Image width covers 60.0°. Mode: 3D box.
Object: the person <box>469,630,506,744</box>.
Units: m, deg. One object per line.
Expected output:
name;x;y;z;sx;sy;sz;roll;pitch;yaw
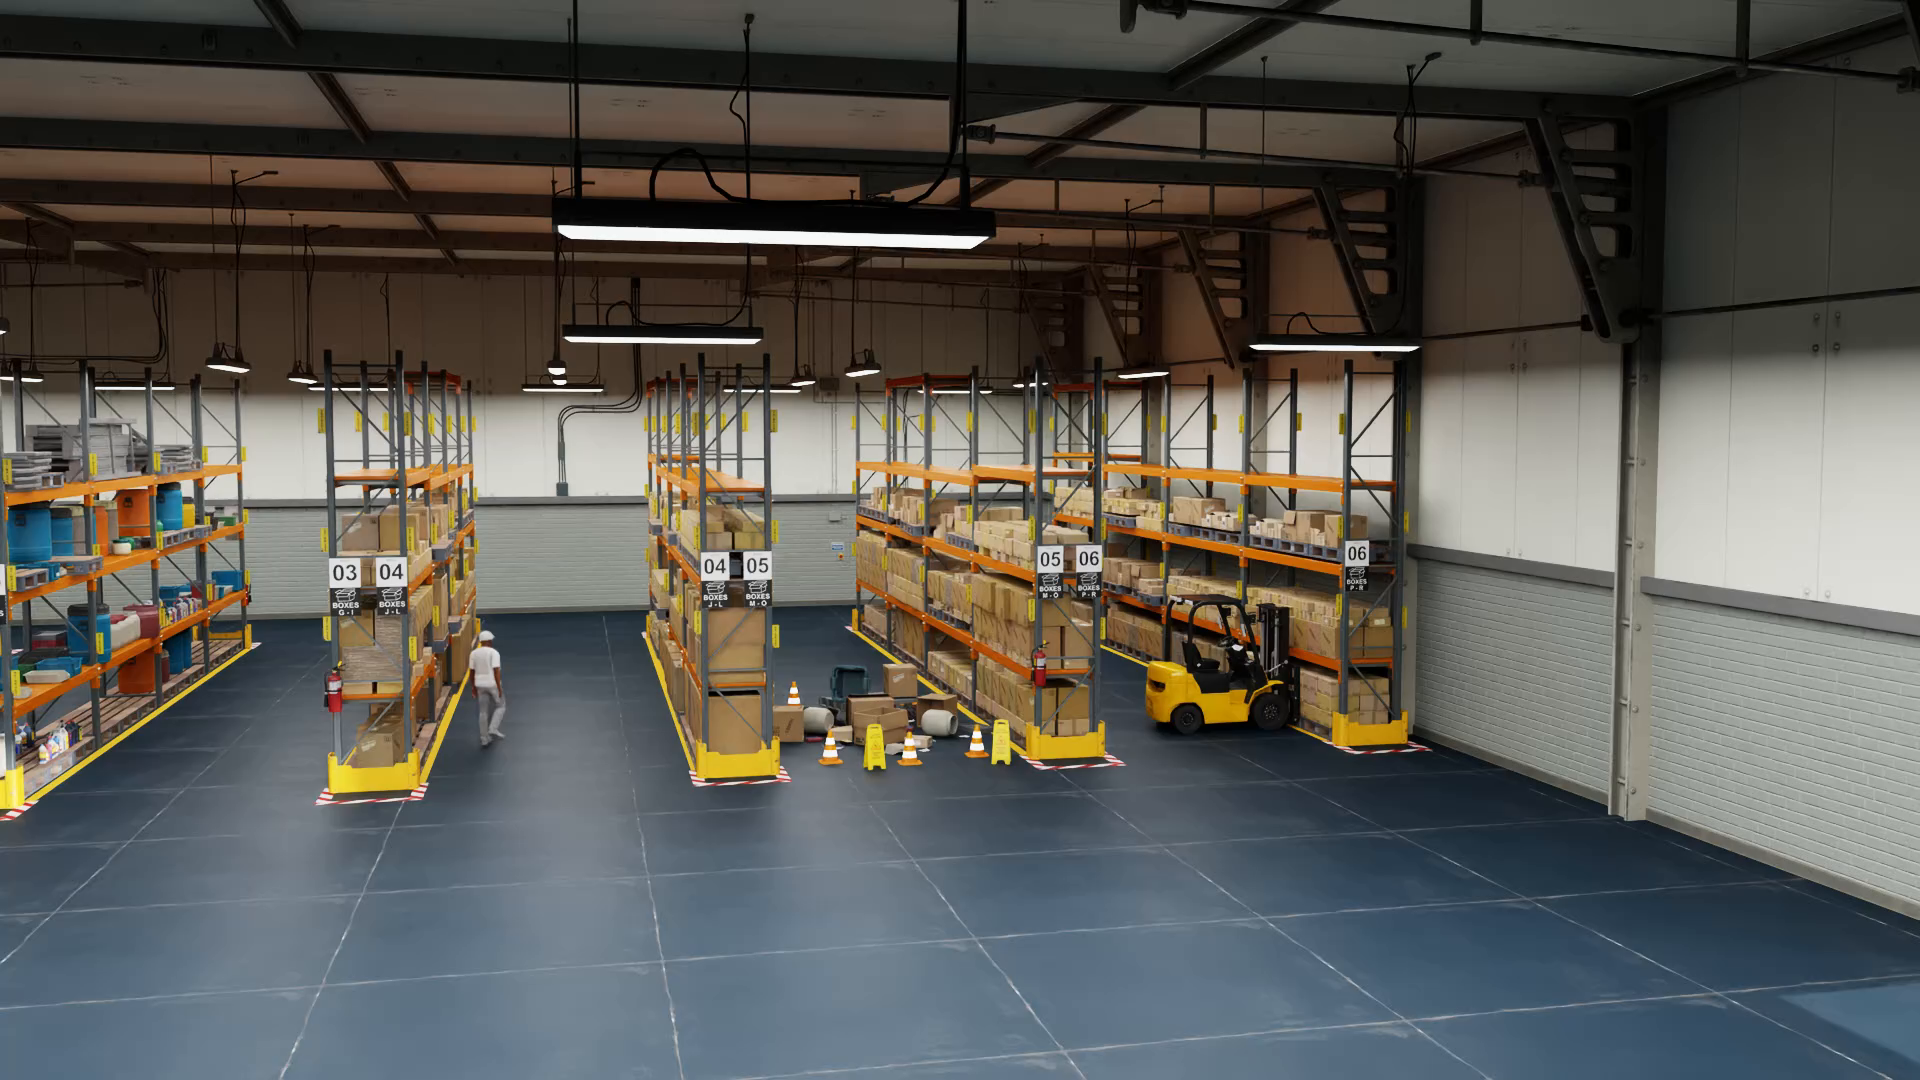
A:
person;-7.420;2.302;26.073;0.593;1.752;0.485;0;4;5
